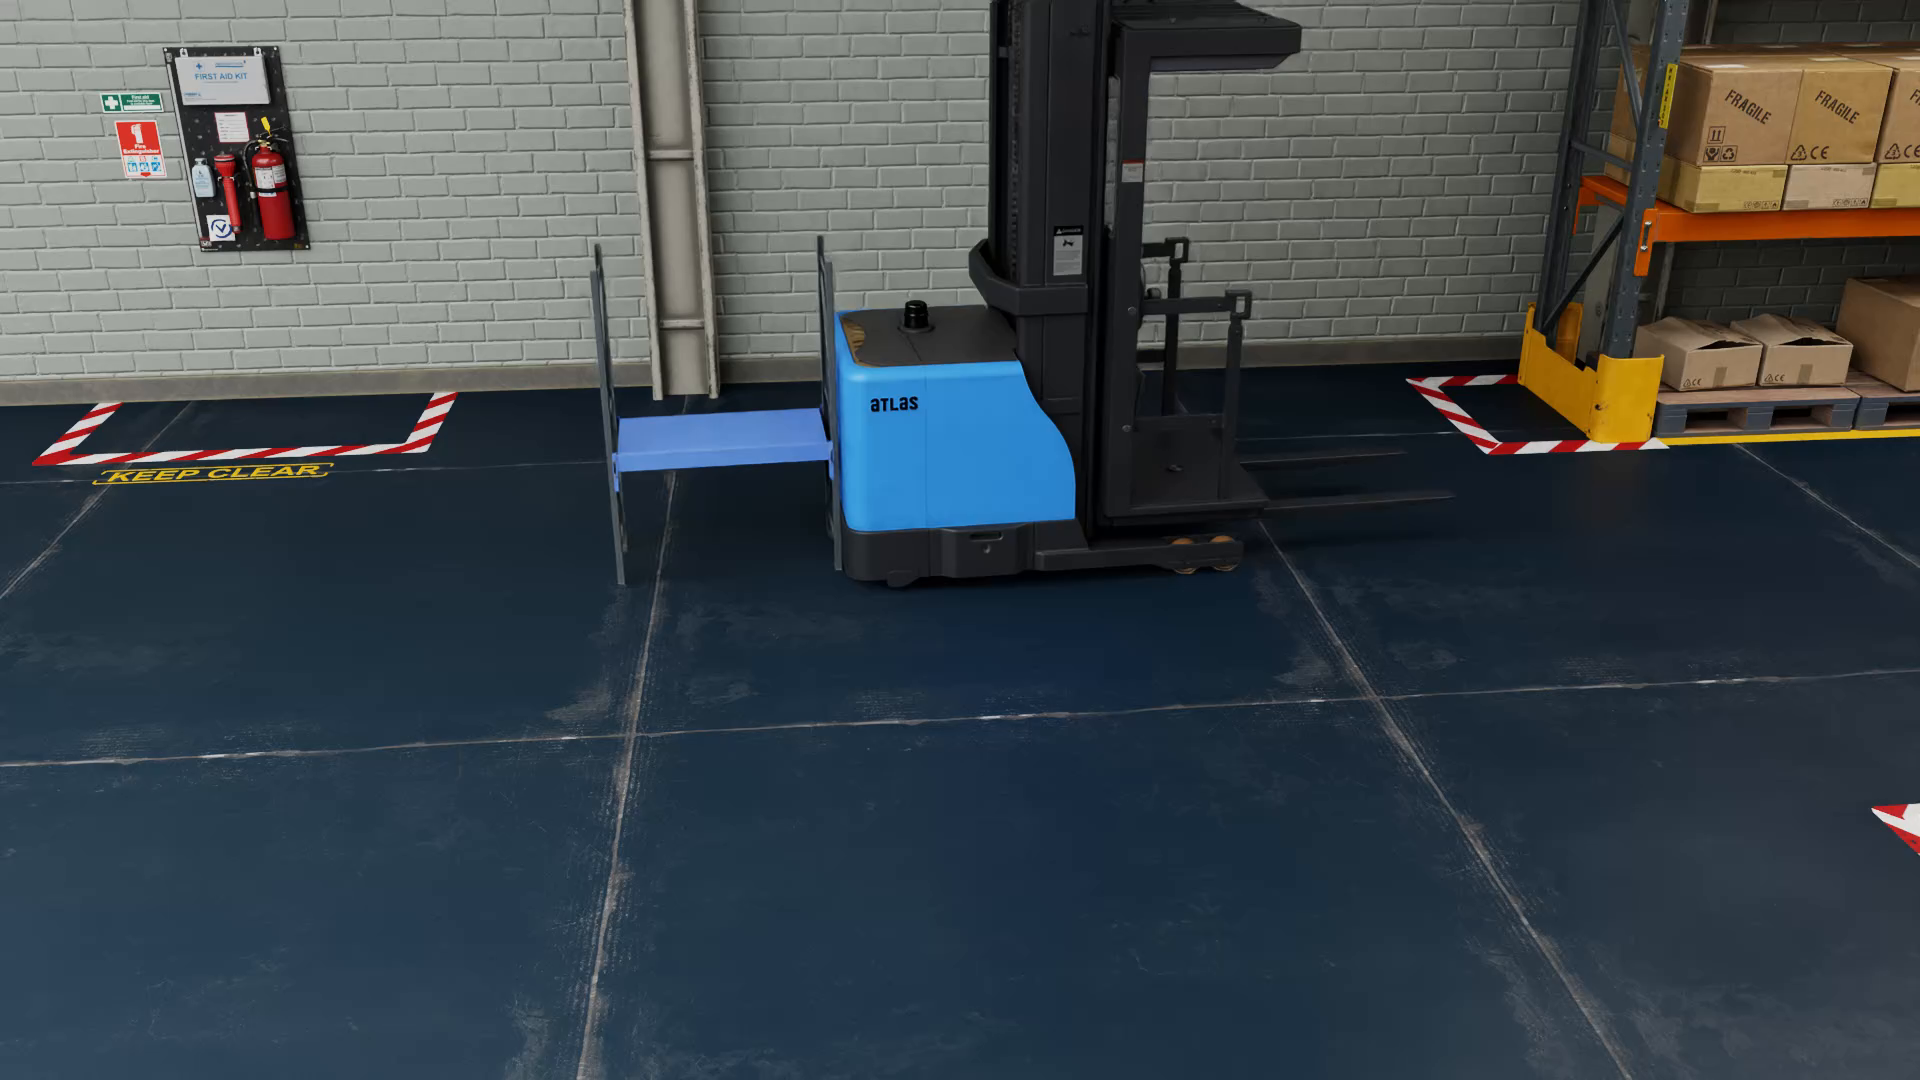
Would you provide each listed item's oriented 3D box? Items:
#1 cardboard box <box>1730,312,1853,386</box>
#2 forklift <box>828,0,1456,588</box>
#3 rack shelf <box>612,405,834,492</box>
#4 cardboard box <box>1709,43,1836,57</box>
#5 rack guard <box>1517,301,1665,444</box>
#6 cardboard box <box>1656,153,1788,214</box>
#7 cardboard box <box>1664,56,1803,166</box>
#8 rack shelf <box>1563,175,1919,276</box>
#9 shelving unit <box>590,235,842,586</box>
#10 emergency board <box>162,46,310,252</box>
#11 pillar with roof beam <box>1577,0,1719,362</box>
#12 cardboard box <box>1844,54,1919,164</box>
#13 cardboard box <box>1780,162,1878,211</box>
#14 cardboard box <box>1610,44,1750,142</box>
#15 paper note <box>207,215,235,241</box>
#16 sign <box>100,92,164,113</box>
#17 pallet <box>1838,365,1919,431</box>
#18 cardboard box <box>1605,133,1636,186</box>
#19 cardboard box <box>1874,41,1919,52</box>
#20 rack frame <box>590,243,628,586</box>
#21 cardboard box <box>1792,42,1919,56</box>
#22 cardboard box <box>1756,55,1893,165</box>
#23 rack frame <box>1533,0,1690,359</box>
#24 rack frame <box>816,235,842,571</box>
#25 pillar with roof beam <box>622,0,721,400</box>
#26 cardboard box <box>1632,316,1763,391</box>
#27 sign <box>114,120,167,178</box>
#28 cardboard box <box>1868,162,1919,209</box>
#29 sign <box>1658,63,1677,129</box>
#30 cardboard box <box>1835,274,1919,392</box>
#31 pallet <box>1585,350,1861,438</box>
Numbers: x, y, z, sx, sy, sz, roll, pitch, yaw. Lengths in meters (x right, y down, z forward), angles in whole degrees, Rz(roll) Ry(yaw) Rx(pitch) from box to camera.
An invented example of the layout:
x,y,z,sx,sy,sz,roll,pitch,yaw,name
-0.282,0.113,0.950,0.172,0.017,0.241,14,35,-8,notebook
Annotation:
x,y,z,sx,sy,sz,roll,pitch,yaw,name
4.930,-1.145,9.903,0.500,0.311,0.500,0,24,-1,cardboard box
0.899,-1.386,7.760,3.031,2.935,1.130,-4,24,-8,forklift
-1.117,-0.439,7.835,1.000,0.185,0.538,-4,24,-8,rack shelf
4.616,-2.563,9.560,0.500,0.500,0.500,-2,24,-4,cardboard box
3.741,-1.020,9.929,0.348,0.500,1.175,-2,24,-5,rack guard
4.182,-1.991,9.196,0.500,0.250,0.500,-3,24,-7,cardboard box
4.170,-2.340,9.058,0.500,0.500,0.500,-2,24,-5,cardboard box
5.656,-1.910,9.740,4.000,0.370,1.077,-2,24,-5,rack shelf
-1.117,-0.604,7.762,1.048,1.500,0.538,-4,24,-8,shelving unit
-4.157,-2.214,9.538,0.643,1.169,0.194,-2,24,-5,emergency board
4.700,-3.538,5.130,0.400,9.000,9.100,-2,24,-5,pillar with roof beam
5.178,-2.374,9.134,0.500,0.500,0.500,-3,24,-7,cardboard box
4.698,-2.017,9.255,0.500,0.250,0.500,-3,24,-7,cardboard box
4.114,-2.547,9.524,0.500,0.500,0.500,-3,24,-6,cardboard box
-4.340,-1.832,9.763,0.142,0.148,0.016,-2,24,-5,paper note
-4.712,-2.488,9.459,0.331,0.109,0.001,-2,24,-5,sign
5.765,-0.953,10.135,1.213,0.211,1.003,-2,24,-5,pallet
4.112,-2.197,9.659,0.500,0.250,0.500,-2,24,-4,cardboard box
5.631,-2.606,9.656,0.500,0.500,0.500,-2,24,-4,cardboard box
-1.619,-0.571,7.688,0.032,1.500,0.500,-4,24,-8,rack frame
5.130,-2.586,9.611,0.500,0.500,0.500,-3,24,-7,cardboard box
4.663,-2.356,9.093,0.500,0.500,0.500,-2,24,-5,cardboard box
3.666,-2.159,9.414,0.127,3.000,1.000,-2,24,-5,rack frame
-0.615,-0.637,7.836,0.032,1.500,0.500,-4,24,-8,rack frame
-1.271,-3.298,4.592,0.400,9.000,9.100,-2,24,-5,pillar with roof beam
4.363,-1.123,9.851,0.500,0.311,0.500,-5,24,-11,cardboard box
-4.717,-2.250,9.575,0.234,0.329,0.001,-2,24,-5,sign
5.205,-2.035,9.296,0.500,0.250,0.500,-3,24,-6,cardboard box
3.719,-2.335,8.745,0.005,0.325,0.100,-2,24,-5,sign
5.665,-1.241,9.885,0.500,0.500,0.700,-4,24,-8,cardboard box
4.553,-0.906,10.028,1.213,0.211,1.003,-2,24,-5,pallet
